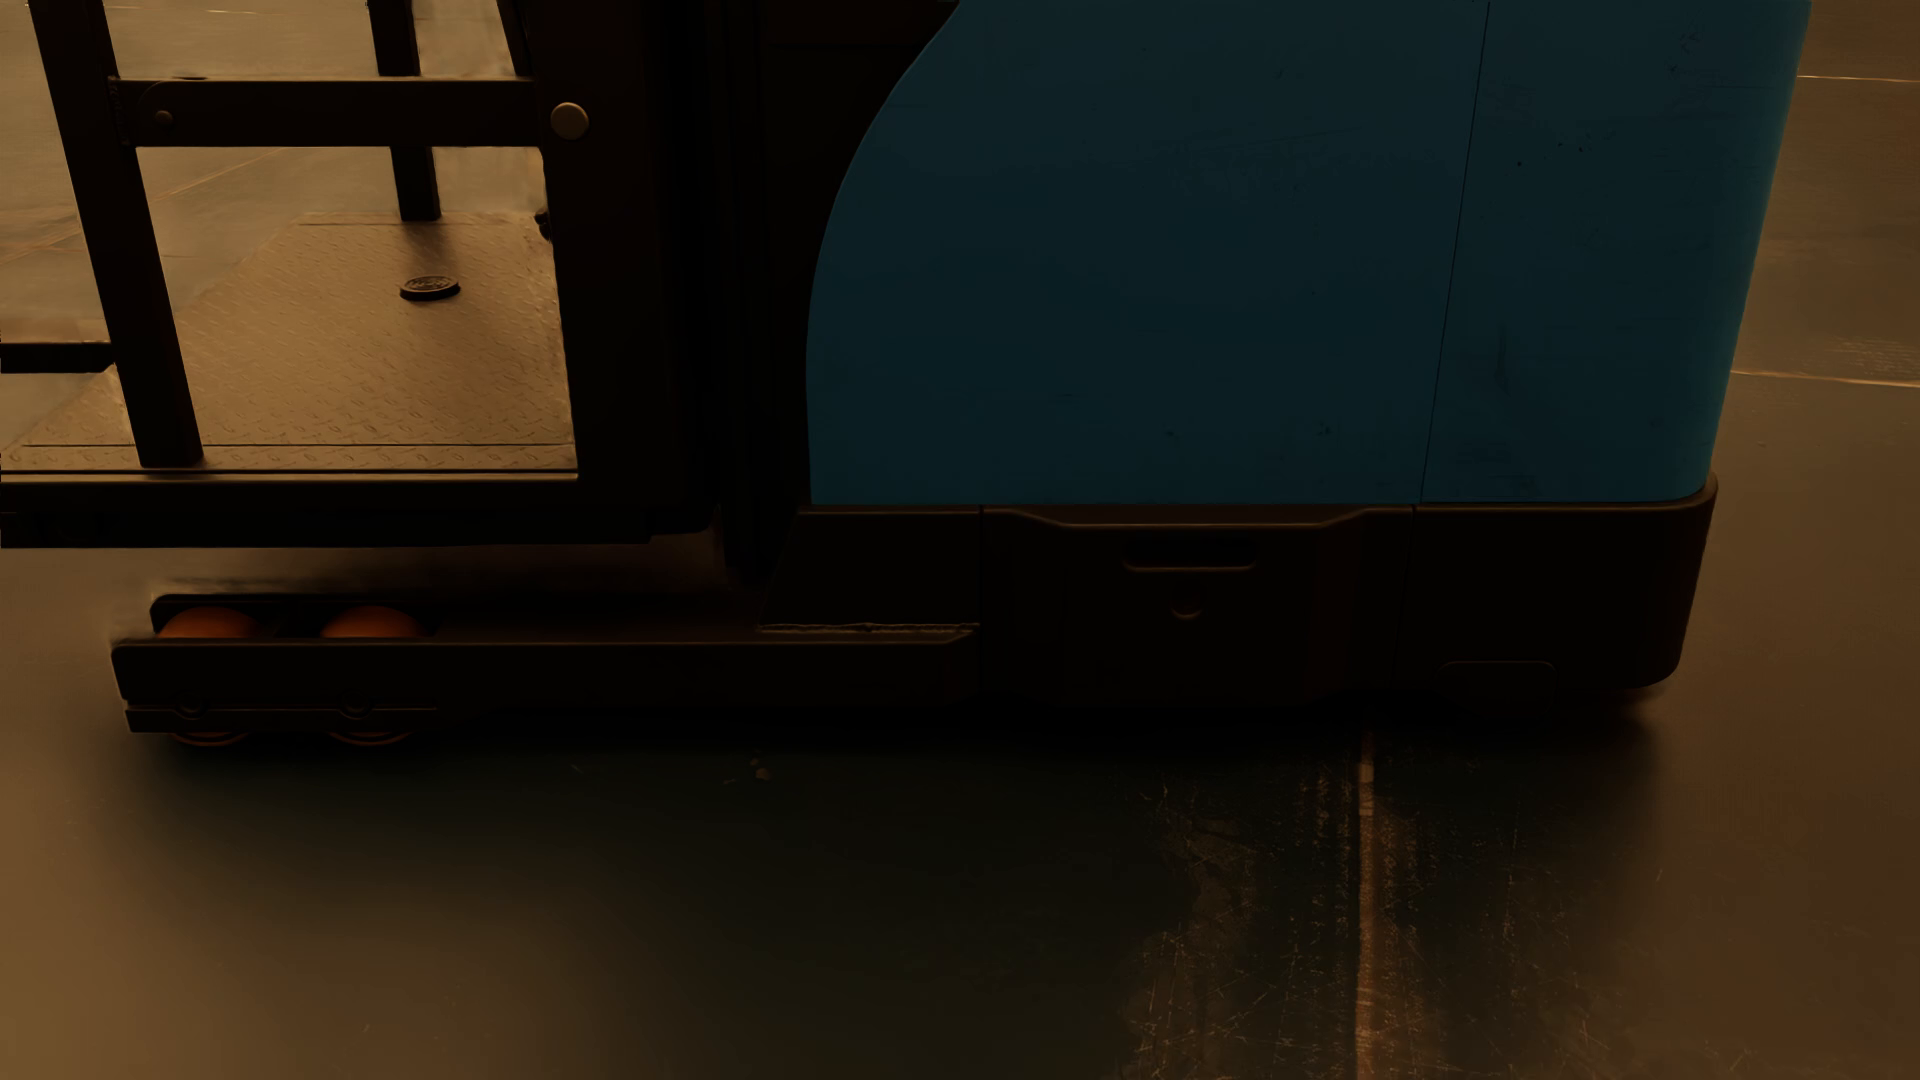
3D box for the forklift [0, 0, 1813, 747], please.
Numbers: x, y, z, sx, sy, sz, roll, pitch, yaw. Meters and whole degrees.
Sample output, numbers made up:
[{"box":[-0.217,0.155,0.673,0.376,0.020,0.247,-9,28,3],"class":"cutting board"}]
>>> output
[{"box":[-0.625,-1.298,1.820,3.031,2.935,1.130,0,27,0],"class":"forklift"}]
